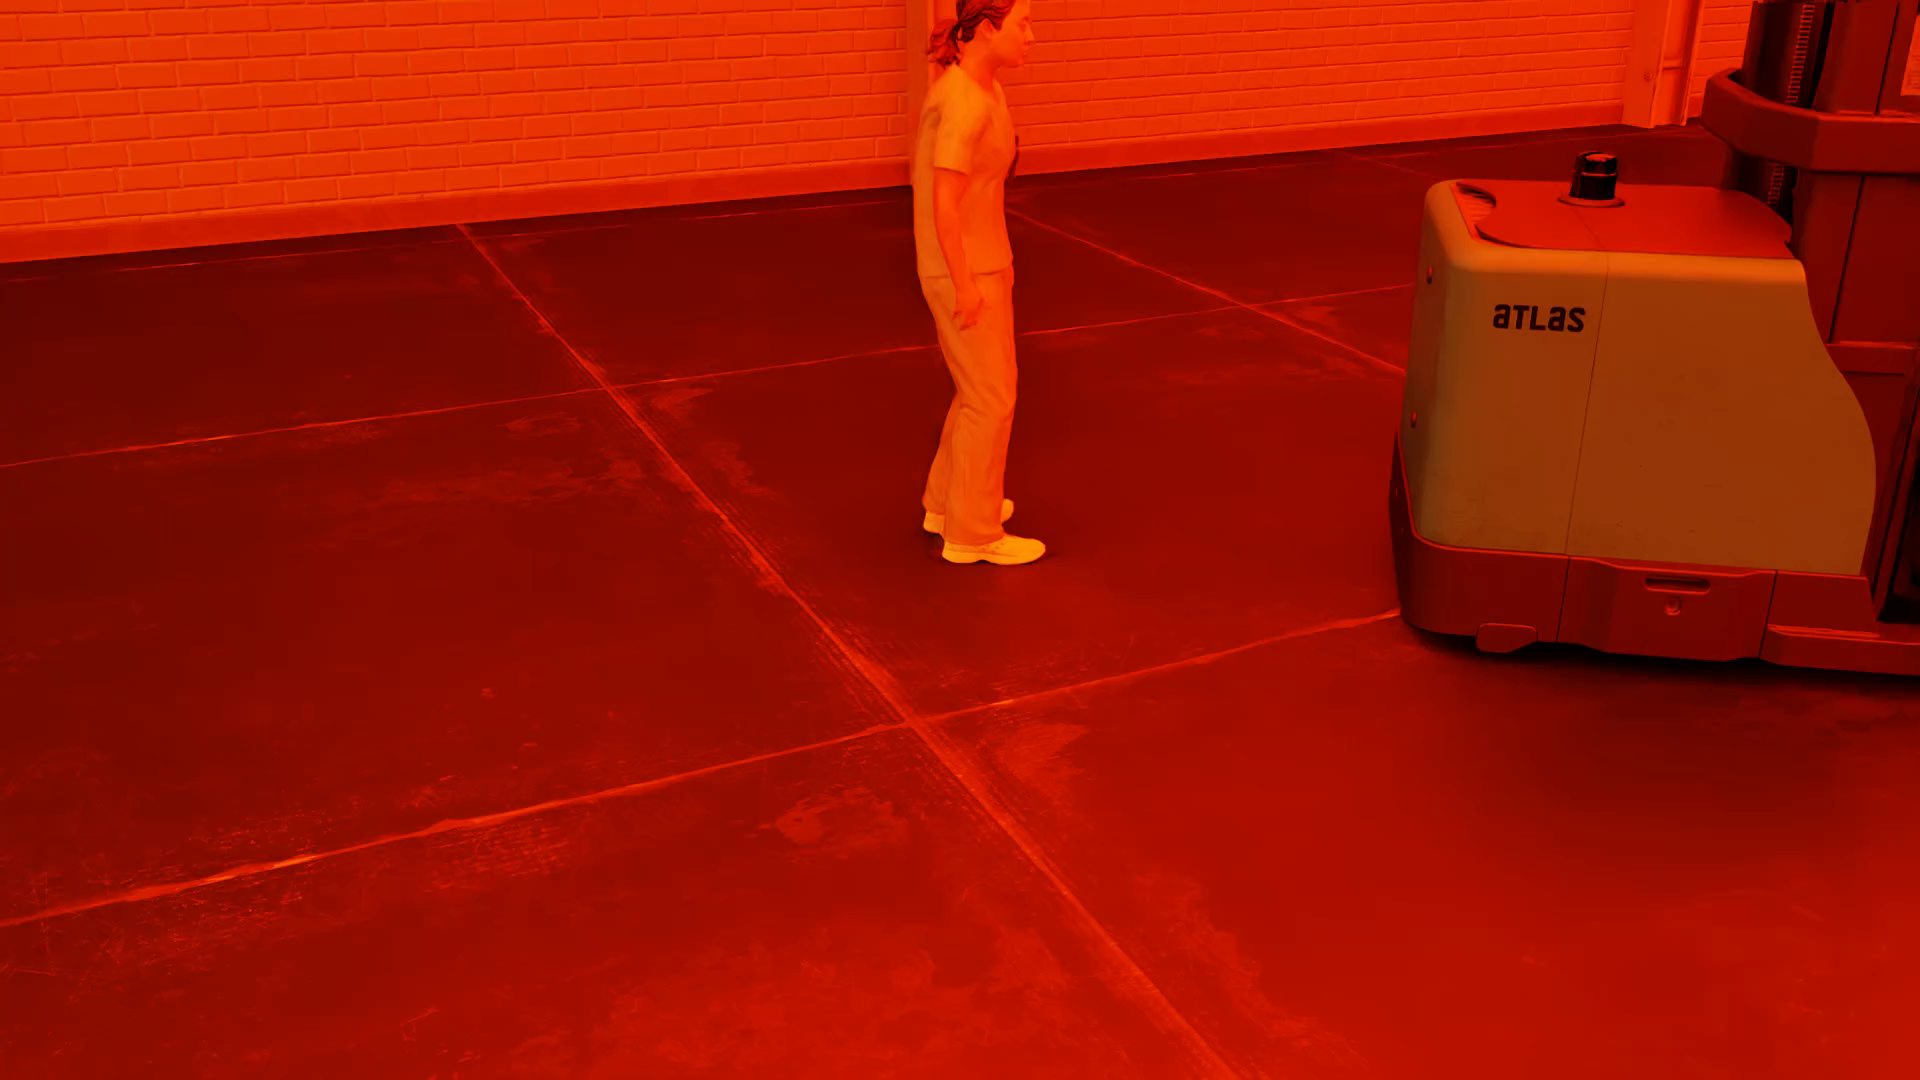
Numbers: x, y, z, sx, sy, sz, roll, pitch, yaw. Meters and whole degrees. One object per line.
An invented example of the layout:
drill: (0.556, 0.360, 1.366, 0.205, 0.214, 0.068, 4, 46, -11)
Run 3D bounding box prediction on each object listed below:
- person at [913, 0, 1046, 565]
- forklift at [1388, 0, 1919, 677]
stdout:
person: (0.075, -0.768, 4.790, 0.422, 1.665, 0.503, 5, 23, 11)
forklift: (2.749, -1.137, 4.024, 3.031, 2.935, 1.130, 4, 23, 10)
